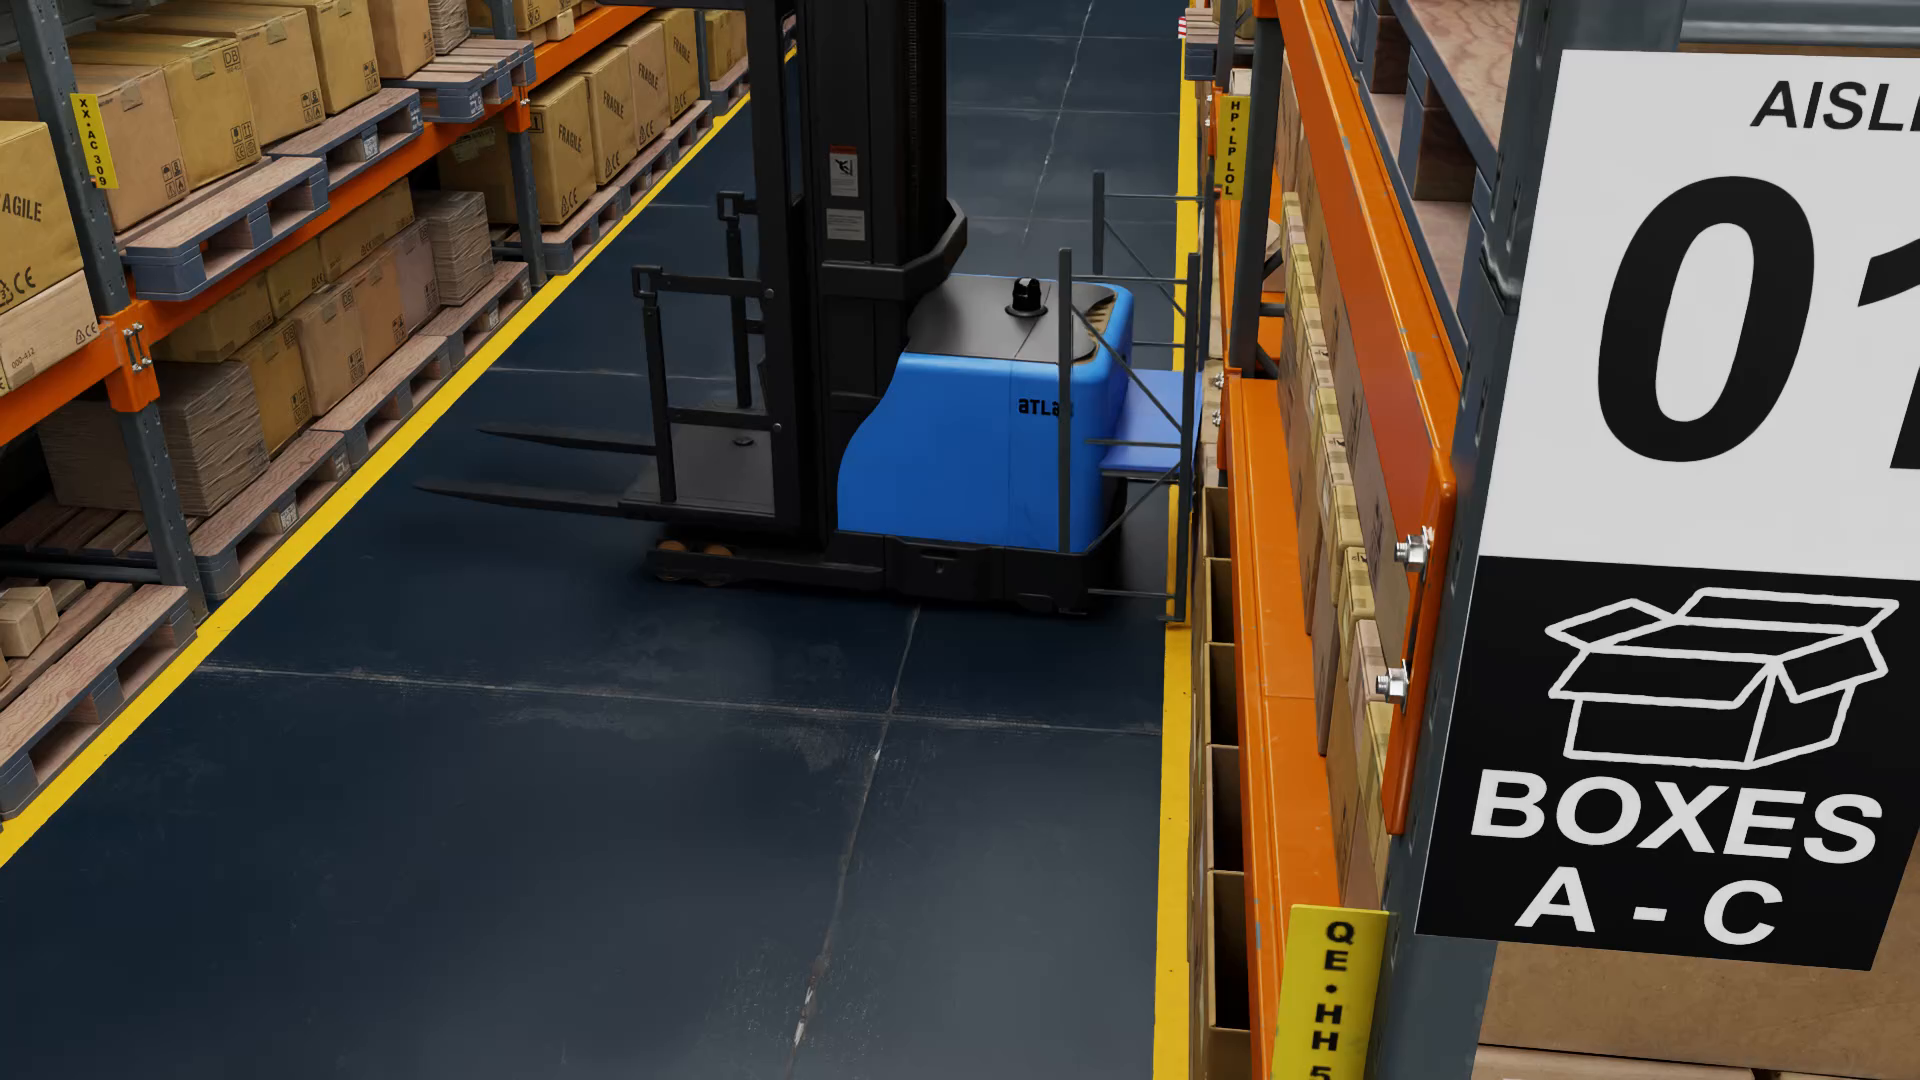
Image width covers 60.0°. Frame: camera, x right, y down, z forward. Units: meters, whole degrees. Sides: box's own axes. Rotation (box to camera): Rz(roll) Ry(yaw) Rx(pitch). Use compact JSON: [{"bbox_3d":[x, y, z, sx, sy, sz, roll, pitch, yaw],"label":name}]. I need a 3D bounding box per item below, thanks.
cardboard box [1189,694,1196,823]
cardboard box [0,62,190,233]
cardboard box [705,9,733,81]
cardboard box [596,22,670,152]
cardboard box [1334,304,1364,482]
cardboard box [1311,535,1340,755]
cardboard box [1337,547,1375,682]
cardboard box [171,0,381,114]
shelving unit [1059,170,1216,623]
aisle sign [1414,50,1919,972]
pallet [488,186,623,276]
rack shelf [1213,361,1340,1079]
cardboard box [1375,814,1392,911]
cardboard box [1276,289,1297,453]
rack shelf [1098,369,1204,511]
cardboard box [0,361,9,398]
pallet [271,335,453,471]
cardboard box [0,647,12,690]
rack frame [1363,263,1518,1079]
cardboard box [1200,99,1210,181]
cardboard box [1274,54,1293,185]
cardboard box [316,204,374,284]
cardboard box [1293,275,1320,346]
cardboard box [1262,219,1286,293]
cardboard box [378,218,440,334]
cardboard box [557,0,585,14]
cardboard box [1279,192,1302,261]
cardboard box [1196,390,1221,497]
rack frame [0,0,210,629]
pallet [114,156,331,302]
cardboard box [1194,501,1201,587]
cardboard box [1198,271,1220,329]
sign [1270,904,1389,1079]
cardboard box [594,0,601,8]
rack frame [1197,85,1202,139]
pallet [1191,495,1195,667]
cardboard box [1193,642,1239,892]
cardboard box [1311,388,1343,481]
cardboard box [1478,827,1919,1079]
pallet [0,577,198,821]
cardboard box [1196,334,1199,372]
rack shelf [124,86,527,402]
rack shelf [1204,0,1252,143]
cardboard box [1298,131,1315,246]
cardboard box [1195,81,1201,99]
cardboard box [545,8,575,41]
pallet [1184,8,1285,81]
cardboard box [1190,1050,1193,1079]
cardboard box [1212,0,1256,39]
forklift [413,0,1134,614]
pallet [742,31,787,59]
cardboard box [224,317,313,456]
[{"bbox_3d":[0.974,0.731,5.186,0.500,0.250,0.500,3,28,6],"label":"cardboard box"},{"bbox_3d":[-3.422,-1.491,6.286,0.700,0.500,0.500,3,29,6],"label":"cardboard box"},{"bbox_3d":[-2.345,-4.212,14.099,0.700,0.500,0.500,4,29,7],"label":"cardboard box"},{"bbox_3d":[-2.595,-3.288,12.015,0.750,0.750,0.750,4,29,8],"label":"cardboard box"},{"bbox_3d":[1.166,-0.427,3.407,0.700,0.500,0.500,3,28,6],"label":"cardboard box"},{"bbox_3d":[1.165,0.161,3.683,0.700,0.500,0.500,4,29,8],"label":"cardboard box"},{"bbox_3d":[0.893,0.147,3.025,0.380,0.149,0.250,4,29,8],"label":"cardboard box"},{"bbox_3d":[-3.207,-2.327,7.838,0.700,0.500,0.500,3,28,6],"label":"cardboard box"},{"bbox_3d":[0.718,-0.598,6.684,0.538,1.500,1.048,4,29,10],"label":"shelving unit"},{"bbox_3d":[0.609,0.022,1.305,0.394,0.787,0.004,3,28,6],"label":"aisle sign"},{"bbox_3d":[-2.857,-2.038,10.810,1.003,0.211,1.213,3,28,6],"label":"pallet"},{"bbox_3d":[1.153,0.528,3.865,1.077,0.370,4.000,3,28,6],"label":"rack shelf"},{"bbox_3d":[0.797,0.509,2.353,0.380,0.149,0.250,4,29,7],"label":"cardboard box"},{"bbox_3d":[1.350,-0.565,5.030,0.700,0.500,0.500,3,28,5],"label":"cardboard box"},{"bbox_3d":[0.723,-0.439,6.769,0.538,0.185,1.000,4,29,10],"label":"rack shelf"},{"bbox_3d":[-3.345,-0.484,5.123,0.500,0.250,0.500,3,29,6],"label":"cardboard box"},{"bbox_3d":[-3.277,-0.731,8.384,1.003,0.211,1.213,3,28,6],"label":"pallet"},{"bbox_3d":[-3.606,0.382,5.551,0.500,0.500,0.500,1,28,2],"label":"cardboard box"},{"bbox_3d":[0.908,1.153,1.947,1.000,3.000,0.127,3,28,6],"label":"rack frame"},{"bbox_3d":[1.892,-2.651,11.180,0.500,0.500,0.500,2,28,4],"label":"cardboard box"},{"bbox_3d":[1.699,-1.866,7.446,0.500,0.500,0.500,2,28,3],"label":"cardboard box"},{"bbox_3d":[-3.255,-1.473,8.203,0.500,0.250,0.500,3,28,6],"label":"cardboard box"},{"bbox_3d":[1.082,-0.581,4.377,0.380,0.149,0.250,3,28,6],"label":"cardboard box"},{"bbox_3d":[1.324,-1.095,6.262,0.396,0.266,0.258,3,28,5],"label":"cardboard box"},{"bbox_3d":[-3.243,-1.414,8.885,0.700,0.500,0.500,3,28,6],"label":"cardboard box"},{"bbox_3d":[-2.641,-3.542,10.223,0.500,0.500,0.500,4,29,8],"label":"cardboard box"},{"bbox_3d":[1.173,-0.944,5.051,0.380,0.149,0.250,3,28,6],"label":"cardboard box"},{"bbox_3d":[1.221,-0.404,6.702,0.500,0.311,0.500,4,29,8],"label":"cardboard box"},{"bbox_3d":[-3.518,-1.016,5.973,1.000,3.000,0.127,3,28,6],"label":"rack frame"},{"bbox_3d":[-3.280,-1.283,6.671,1.003,0.211,1.213,3,28,6],"label":"pallet"},{"bbox_3d":[1.162,0.084,6.388,0.500,0.250,0.500,3,28,6],"label":"cardboard box"},{"bbox_3d":[1.412,-1.117,8.026,0.500,0.311,0.500,3,28,5],"label":"cardboard box"},{"bbox_3d":[0.371,0.501,1.687,0.100,0.325,0.005,3,28,6],"label":"sign"},{"bbox_3d":[-2.581,-3.661,11.127,0.380,0.149,0.250,4,29,6],"label":"cardboard box"},{"bbox_3d":[2.379,-4.496,12.432,1.000,3.000,0.127,3,28,6],"label":"rack frame"},{"bbox_3d":[1.450,0.149,6.752,1.003,0.211,1.213,3,28,6],"label":"pallet"},{"bbox_3d":[0.908,0.636,4.572,0.500,0.500,0.500,3,28,6],"label":"cardboard box"},{"bbox_3d":[0.987,-0.215,3.697,0.380,0.149,0.250,3,28,6],"label":"cardboard box"},{"bbox_3d":[0.985,0.294,2.069,0.700,0.500,0.500,3,29,6],"label":"cardboard box"},{"bbox_3d":[-3.566,0.530,6.044,1.003,0.211,1.213,3,28,6],"label":"pallet"},{"bbox_3d":[1.414,-0.876,8.170,0.500,0.250,0.500,3,28,5],"label":"cardboard box"},{"bbox_3d":[-3.273,-1.641,7.891,1.077,0.370,4.000,3,28,6],"label":"rack shelf"},{"bbox_3d":[2.134,-3.238,10.855,1.077,0.370,4.000,3,28,6],"label":"rack shelf"},{"bbox_3d":[1.350,-1.136,4.722,0.700,0.500,0.500,3,29,6],"label":"cardboard box"},{"bbox_3d":[2.167,-3.874,13.449,0.500,0.500,0.500,3,28,6],"label":"cardboard box"},{"bbox_3d":[-2.602,-3.177,10.228,0.380,0.149,0.250,4,29,8],"label":"cardboard box"},{"bbox_3d":[1.902,-2.851,9.583,1.213,0.211,1.003,3,28,6],"label":"pallet"},{"bbox_3d":[0.790,1.437,3.876,0.500,0.250,0.500,3,28,6],"label":"cardboard box"},{"bbox_3d":[1.854,-3.145,9.376,0.700,0.500,0.500,-6,29,-11],"label":"cardboard box"},{"bbox_3d":[-0.829,-1.337,6.642,3.031,2.935,1.130,6,29,10],"label":"forklift"},{"bbox_3d":[-2.220,-4.483,15.350,1.003,0.211,1.213,3,28,6],"label":"pallet"},{"bbox_3d":[-3.431,-0.703,7.564,0.700,0.500,0.500,3,28,5],"label":"cardboard box"}]
